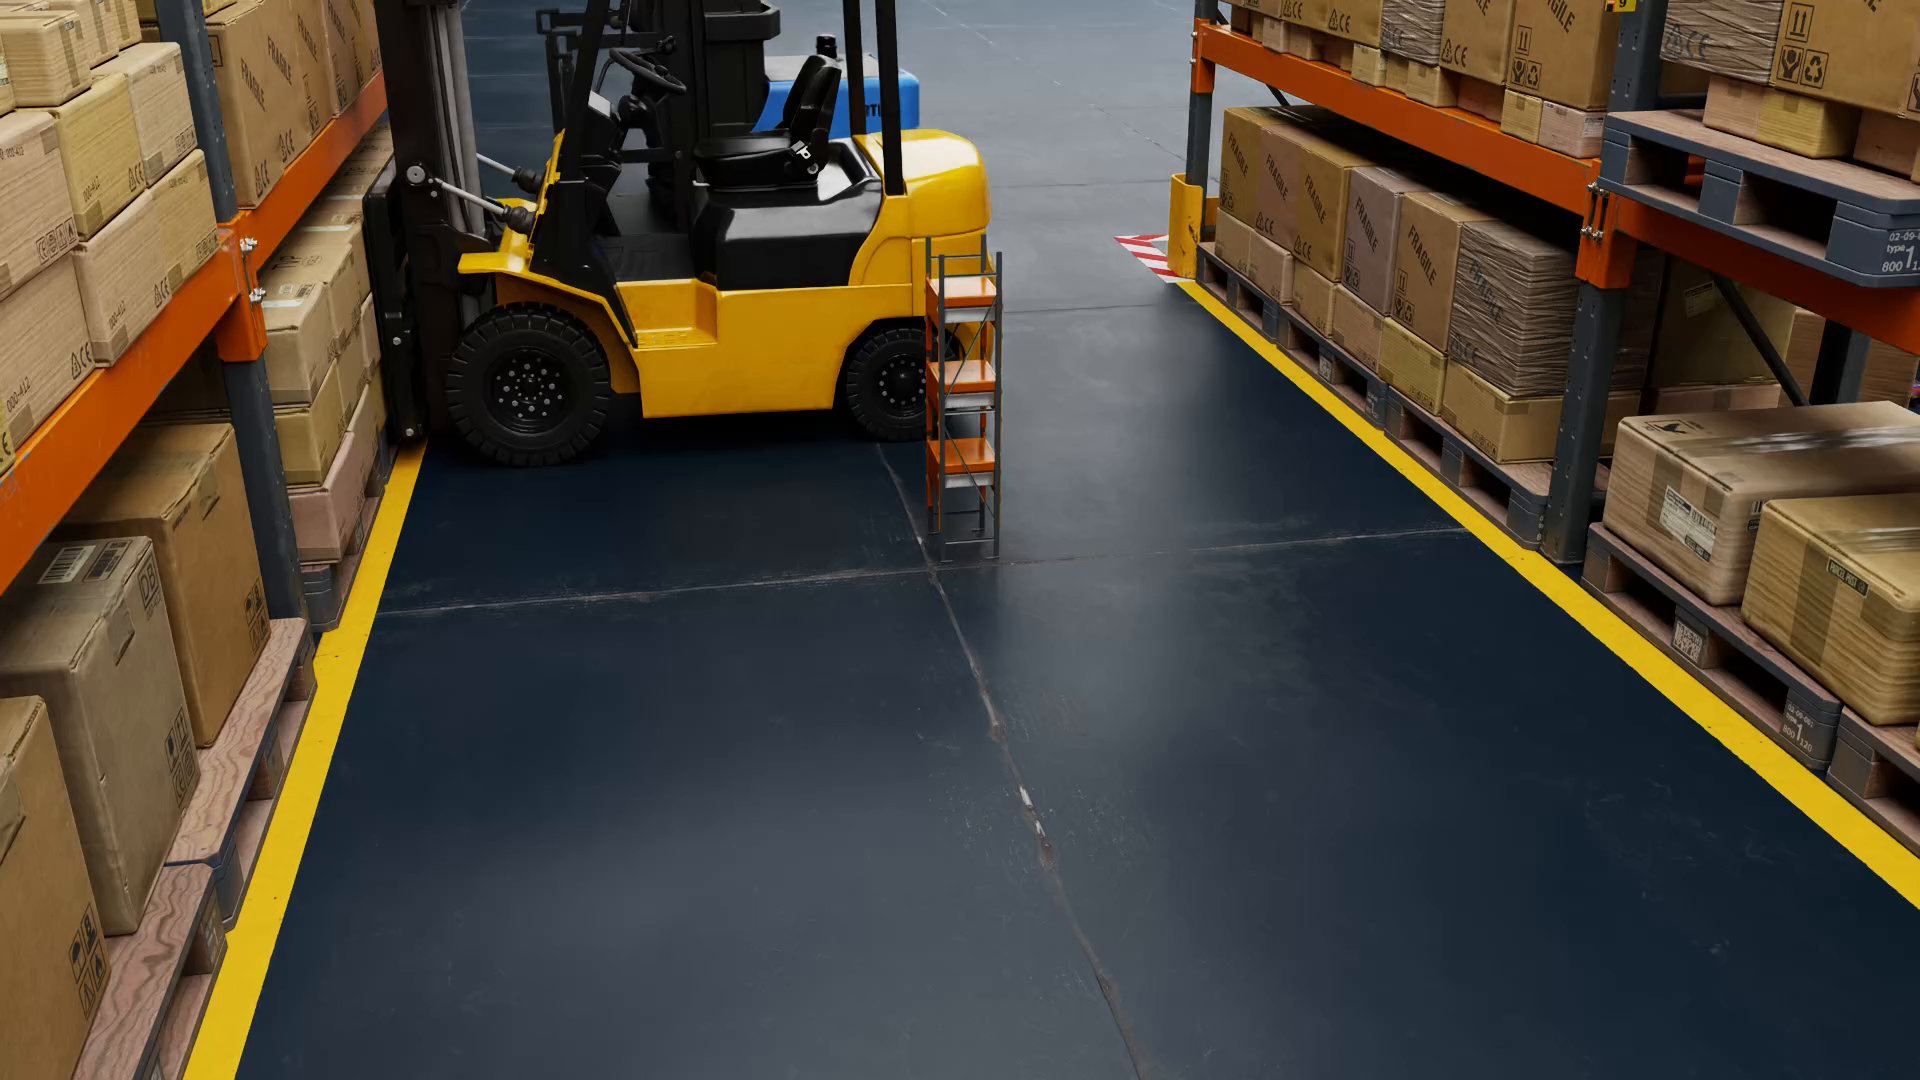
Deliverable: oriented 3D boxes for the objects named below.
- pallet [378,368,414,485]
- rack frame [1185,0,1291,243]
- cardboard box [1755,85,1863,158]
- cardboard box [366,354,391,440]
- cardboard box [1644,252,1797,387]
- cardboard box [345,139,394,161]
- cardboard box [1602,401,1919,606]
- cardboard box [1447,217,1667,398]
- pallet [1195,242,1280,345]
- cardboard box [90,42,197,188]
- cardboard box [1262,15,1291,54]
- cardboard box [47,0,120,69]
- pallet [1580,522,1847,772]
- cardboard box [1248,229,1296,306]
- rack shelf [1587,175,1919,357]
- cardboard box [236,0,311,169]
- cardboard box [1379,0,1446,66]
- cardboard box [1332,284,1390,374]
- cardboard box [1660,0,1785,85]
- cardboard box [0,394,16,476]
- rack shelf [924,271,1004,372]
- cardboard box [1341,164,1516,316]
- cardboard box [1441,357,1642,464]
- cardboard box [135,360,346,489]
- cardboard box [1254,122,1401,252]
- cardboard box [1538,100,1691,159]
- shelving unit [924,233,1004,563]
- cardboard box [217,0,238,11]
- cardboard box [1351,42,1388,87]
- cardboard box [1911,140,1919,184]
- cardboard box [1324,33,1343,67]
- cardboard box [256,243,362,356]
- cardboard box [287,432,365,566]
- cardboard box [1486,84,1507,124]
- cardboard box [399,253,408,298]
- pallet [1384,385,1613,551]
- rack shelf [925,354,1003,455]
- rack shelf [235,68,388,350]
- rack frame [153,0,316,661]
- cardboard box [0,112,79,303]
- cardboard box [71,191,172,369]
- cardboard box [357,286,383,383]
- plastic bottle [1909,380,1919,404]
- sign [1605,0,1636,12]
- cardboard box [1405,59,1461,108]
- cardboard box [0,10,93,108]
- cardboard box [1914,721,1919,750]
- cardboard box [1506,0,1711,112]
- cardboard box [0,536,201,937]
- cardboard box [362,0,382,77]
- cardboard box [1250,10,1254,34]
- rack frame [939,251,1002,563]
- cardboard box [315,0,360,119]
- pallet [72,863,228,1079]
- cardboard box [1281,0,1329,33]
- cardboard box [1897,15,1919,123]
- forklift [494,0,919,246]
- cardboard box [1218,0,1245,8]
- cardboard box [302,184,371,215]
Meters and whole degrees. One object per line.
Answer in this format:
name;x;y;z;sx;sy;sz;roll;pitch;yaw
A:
pallet;-2.743;-0.495;6.620;1.003;0.211;1.213;-4;24;-10
rack frame;1.730;-2.918;8.684;1.000;3.000;0.127;-4;24;-10
cardboard box;2.299;-1.083;4.270;0.380;0.149;0.250;-4;24;-9
cardboard box;-2.391;-0.523;6.110;0.500;0.250;0.500;-4;24;-9
cardboard box;2.626;-0.873;5.975;0.500;0.500;0.500;-3;24;-7
cardboard box;-2.656;-1.582;7.285;0.500;0.250;0.500;-4;24;-9
cardboard box;2.569;-0.127;5.052;0.950;0.372;0.625;-4;24;-9
cardboard box;2.096;-0.834;5.885;0.500;0.500;0.500;-5;24;-10
pallet;1.859;-1.288;8.436;1.003;0.211;1.213;-4;24;-10
cardboard box;-2.066;-0.962;3.768;0.500;0.250;0.500;-5;24;-11
cardboard box;1.621;-2.342;7.680;0.380;0.149;0.250;-4;24;-9
cardboard box;-2.061;-1.101;3.588;0.380;0.149;0.250;-5;24;-11
pallet;2.615;0.239;4.939;1.003;0.211;1.213;-4;24;-10
cardboard box;1.694;-1.312;7.916;0.500;0.250;0.500;-3;24;-8
rack shelf;2.839;-0.229;3.425;1.077;0.370;4.000;-4;24;-10
cardboard box;-2.346;-1.419;5.127;0.500;0.500;0.500;-4;24;-9
cardboard box;1.941;-2.089;6.289;0.500;0.500;0.500;-4;24;-8
cardboard box;1.898;-0.899;6.972;0.500;0.250;0.500;-4;24;-9
cardboard box;2.274;-1.514;4.447;0.500;0.500;0.500;-4;24;-8
cardboard box;-1.794;-0.131;2.490;0.500;0.250;0.500;-4;24;-8
rack shelf;0.010;-0.710;5.382;0.215;0.259;0.240;-4;24;-10
cardboard box;1.905;-1.234;6.802;0.500;0.500;0.500;-3;24;-7
cardboard box;2.096;-0.490;6.035;0.500;0.250;0.500;-3;24;-7
cardboard box;-2.194;-0.351;5.091;0.500;0.250;0.500;-4;24;-10
cardboard box;1.713;-1.642;7.736;0.500;0.500;0.500;-5;24;-12
cardboard box;2.111;-1.334;5.370;0.380;0.149;0.250;-5;24;-10
shelving unit;0.010;-0.460;5.492;0.215;1.050;0.252;-4;24;-10
cardboard box;-2.258;-1.566;4.652;0.380;0.149;0.250;-4;24;-9
cardboard box;1.818;-1.934;6.745;0.380;0.149;0.250;-4;24;-9
cardboard box;2.433;-0.873;3.789;0.380;0.149;0.250;-4;24;-9
cardboard box;1.810;-2.144;7.224;0.380;0.149;0.250;-3;24;-8
cardboard box;-2.273;-0.782;5.455;0.500;0.250;0.500;-4;24;-10
cardboard box;-2.172;-0.123;5.195;0.500;0.250;0.500;-4;24;-9
cardboard box;2.086;-1.540;5.842;0.380;0.149;0.250;-4;24;-9
cardboard box;-2.552;-1.143;6.906;0.500;0.250;0.500;-5;24;-11
pallet;2.311;-0.329;6.239;1.003;0.211;1.213;-4;24;-10
rack shelf;0.010;-0.450;5.496;0.215;0.259;0.240;-4;24;-10
rack shelf;-2.778;-1.433;6.182;1.077;0.370;4.000;-4;24;-10
rack frame;-2.408;-0.976;4.237;1.000;3.000;0.127;-4;24;-10
cardboard box;-1.875;-0.559;2.845;0.500;0.250;0.500;-4;24;-9
cardboard box;-1.959;-0.531;3.406;0.500;0.250;0.500;-4;24;-10
cardboard box;-2.371;-0.747;5.999;0.500;0.250;0.500;-5;24;-10
plastic bottle;4.074;-0.645;7.150;0.133;0.061;0.283;0;24;-1
sign;1.938;-1.699;4.810;0.100;0.325;0.005;-4;24;-10
cardboard box;1.920;-1.733;6.284;0.380;0.149;0.250;-5;24;-11
cardboard box;-1.888;-0.907;3.144;0.380;0.149;0.250;-5;24;-11
cardboard box;2.836;0.429;3.779;0.950;0.372;0.625;-4;24;-8
cardboard box;2.143;-1.683;5.360;0.500;0.500;0.500;-5;24;-11
cardboard box;-2.164;0.430;3.460;0.875;0.625;0.625;-5;24;-10
cardboard box;-2.712;-2.216;6.952;0.500;0.500;0.500;-4;24;-8
cardboard box;1.650;-2.556;8.168;0.380;0.149;0.250;-4;24;-9
rack frame;0.032;-0.412;5.382;0.200;1.050;0.008;-4;24;-10
cardboard box;-2.513;-1.818;6.040;0.500;0.500;0.500;-4;24;-9
pallet;-2.004;1.069;3.037;1.003;0.211;1.213;-4;24;-10
cardboard box;1.739;-2.490;7.206;0.500;0.500;0.500;-5;24;-11
cardboard box;2.446;-1.121;3.549;0.500;0.500;0.500;-4;24;-10
forklift;-1.773;-2.738;8.358;3.031;2.935;1.130;-7;25;-16
cardboard box;1.545;-2.894;8.131;0.500;0.500;0.500;-5;24;-11
cardboard box;-2.466;-1.184;6.375;0.500;0.250;0.500;-5;24;-11
